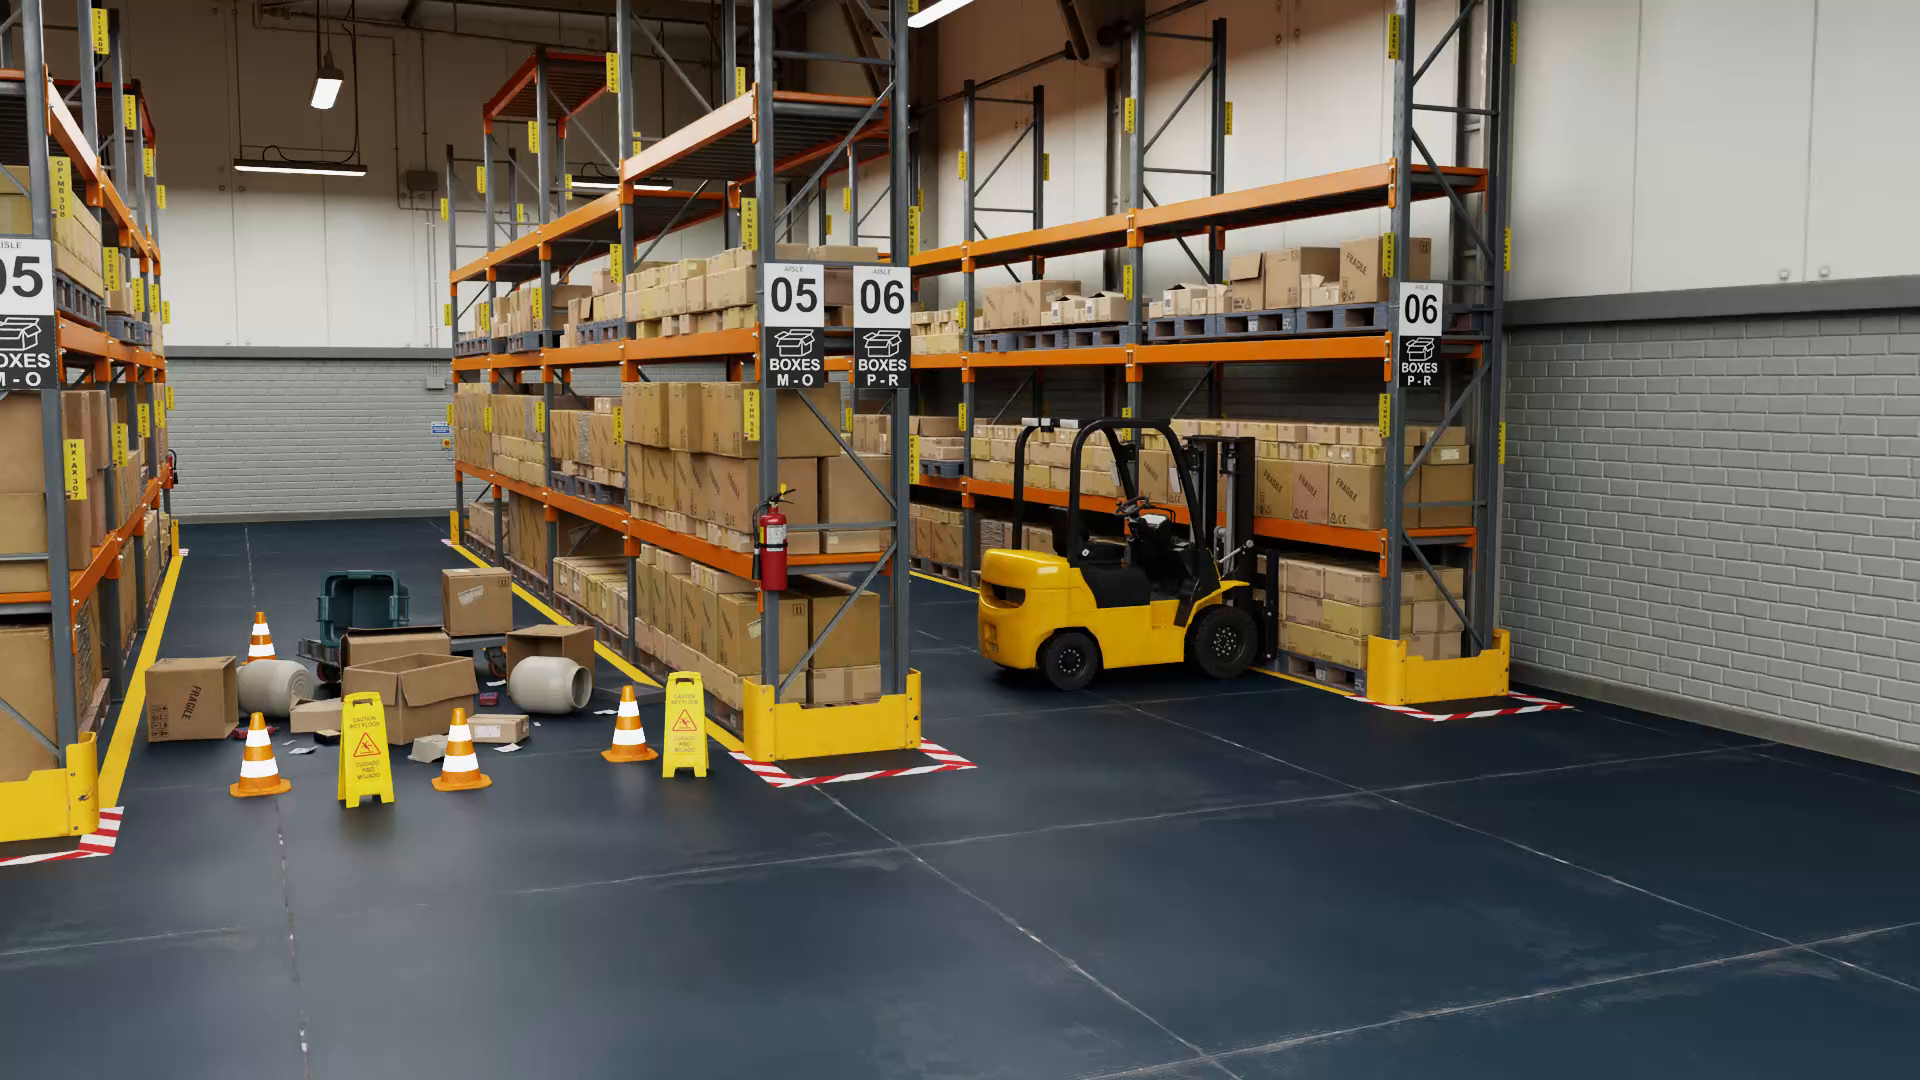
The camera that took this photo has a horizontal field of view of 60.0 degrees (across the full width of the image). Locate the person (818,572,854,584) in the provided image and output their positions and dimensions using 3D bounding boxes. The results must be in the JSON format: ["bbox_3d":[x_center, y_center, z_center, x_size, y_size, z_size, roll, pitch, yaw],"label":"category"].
[{"bbox_3d":[-1.526,0.330,17.213,0.898,1.008,0.583,-2,6,-24],"label":"person"}]
